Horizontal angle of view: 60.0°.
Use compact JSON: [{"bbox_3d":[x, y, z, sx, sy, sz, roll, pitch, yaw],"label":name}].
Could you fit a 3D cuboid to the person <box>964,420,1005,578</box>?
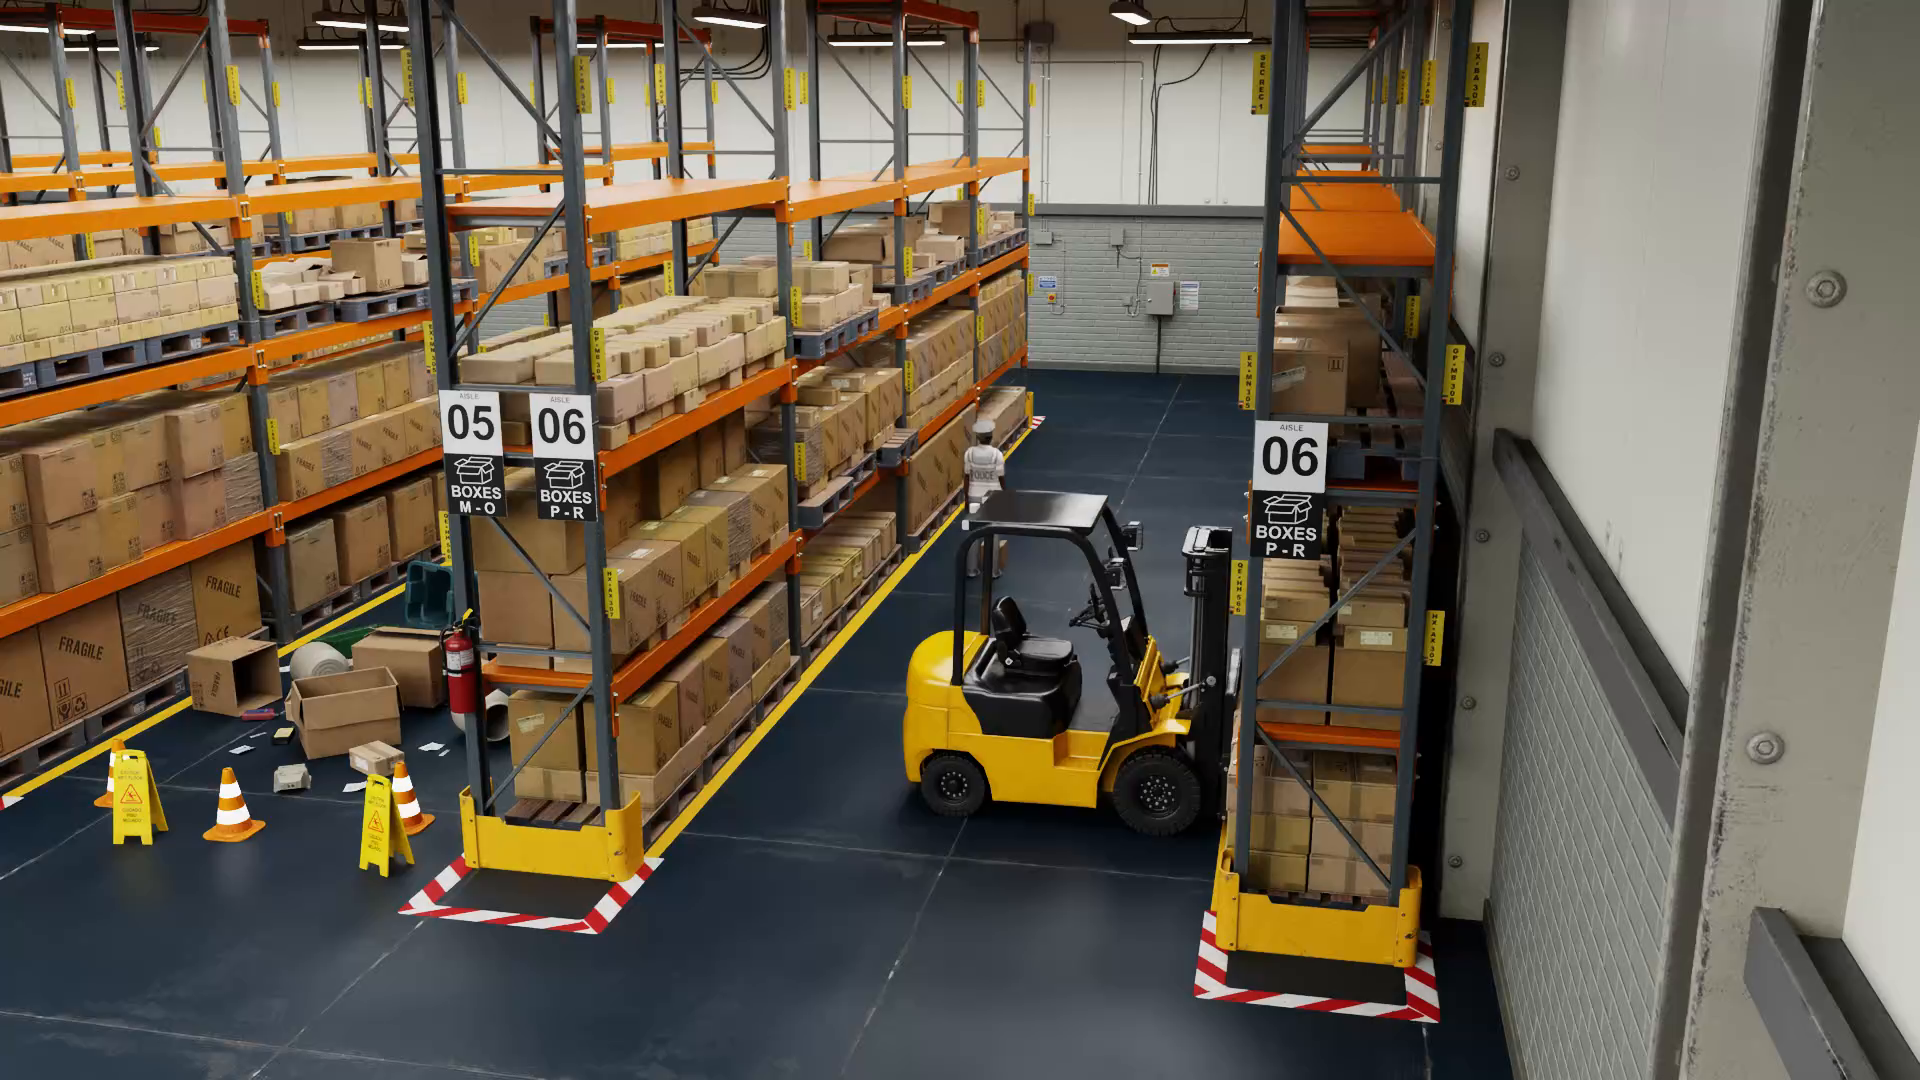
[{"bbox_3d":[0.261,-0.425,17.565,0.445,1.700,0.348,3,15,12],"label":"person"}]
